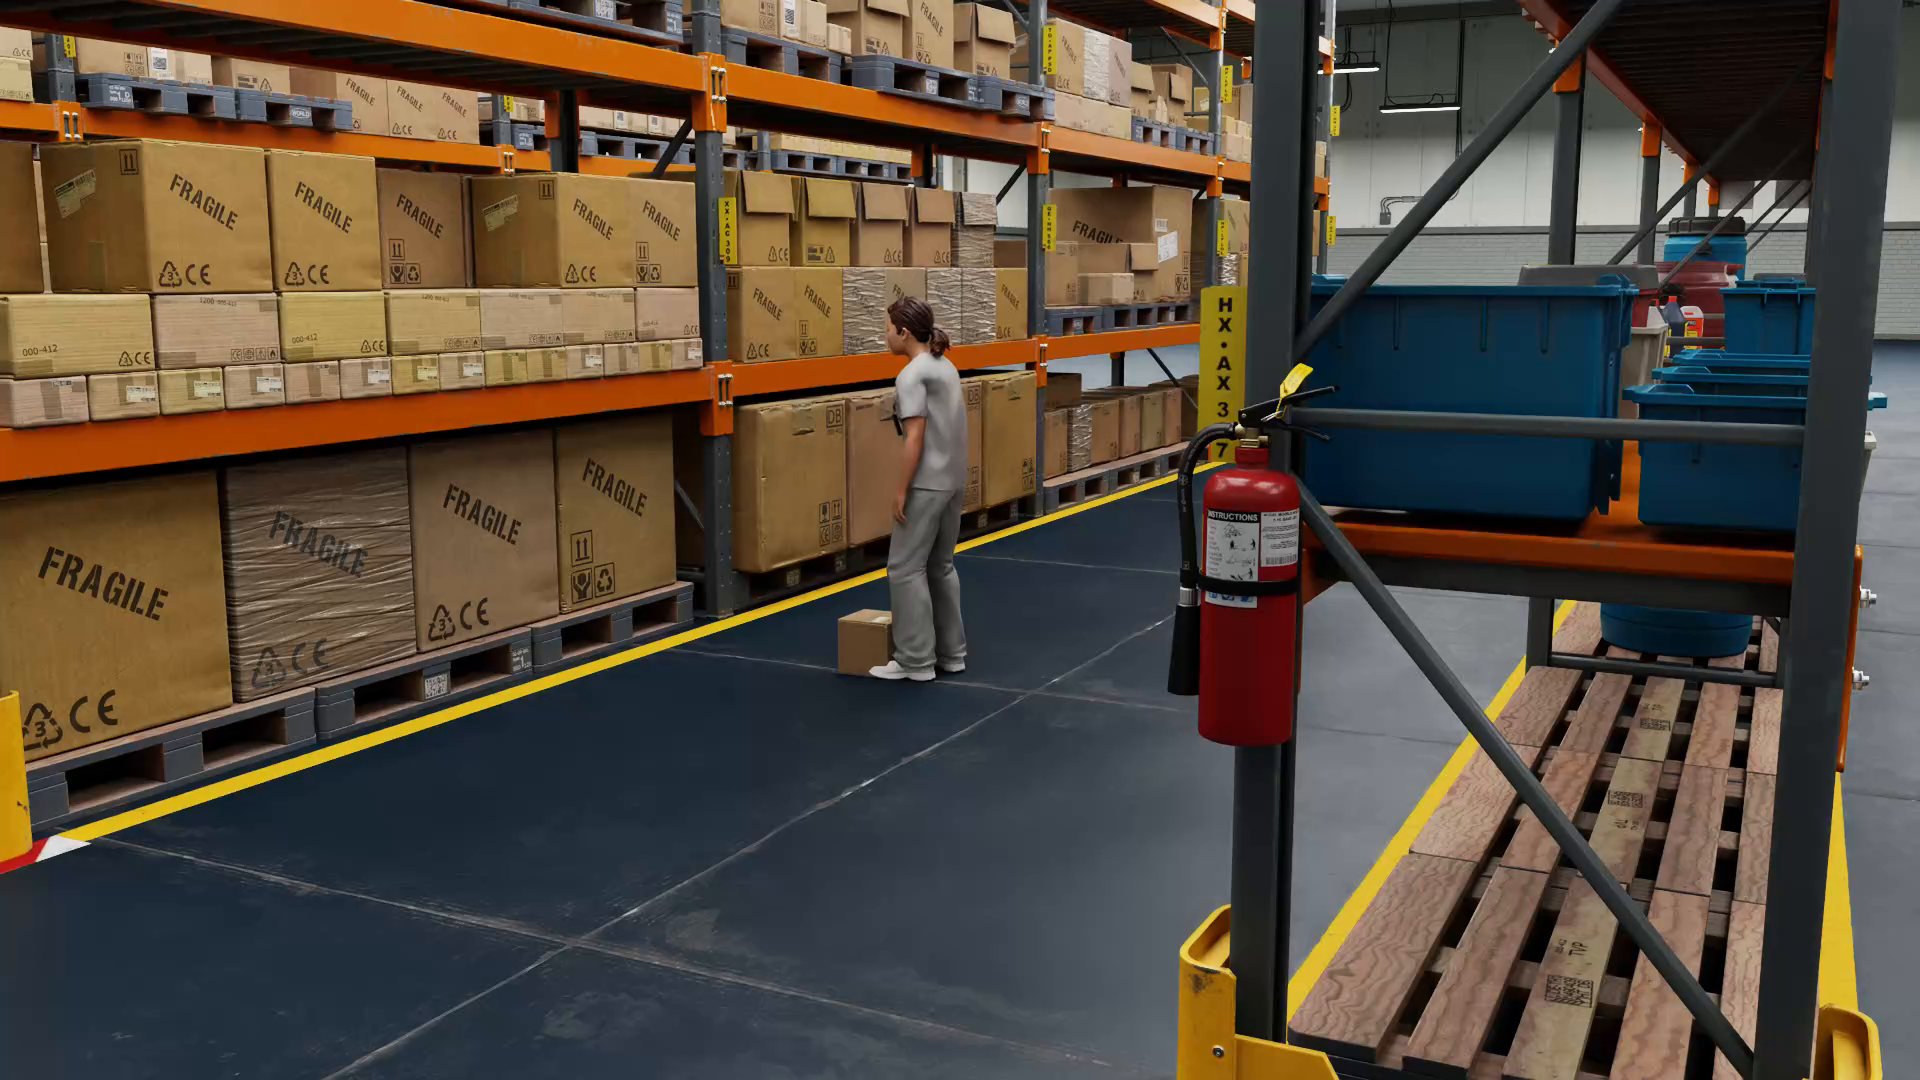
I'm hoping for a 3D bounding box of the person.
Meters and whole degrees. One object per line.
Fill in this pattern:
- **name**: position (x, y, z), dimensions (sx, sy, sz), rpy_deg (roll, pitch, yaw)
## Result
- **person**: position (-0.179, -0.222, 7.254), dimensions (0.415, 1.671, 0.514), rpy_deg (4, 10, 22)
